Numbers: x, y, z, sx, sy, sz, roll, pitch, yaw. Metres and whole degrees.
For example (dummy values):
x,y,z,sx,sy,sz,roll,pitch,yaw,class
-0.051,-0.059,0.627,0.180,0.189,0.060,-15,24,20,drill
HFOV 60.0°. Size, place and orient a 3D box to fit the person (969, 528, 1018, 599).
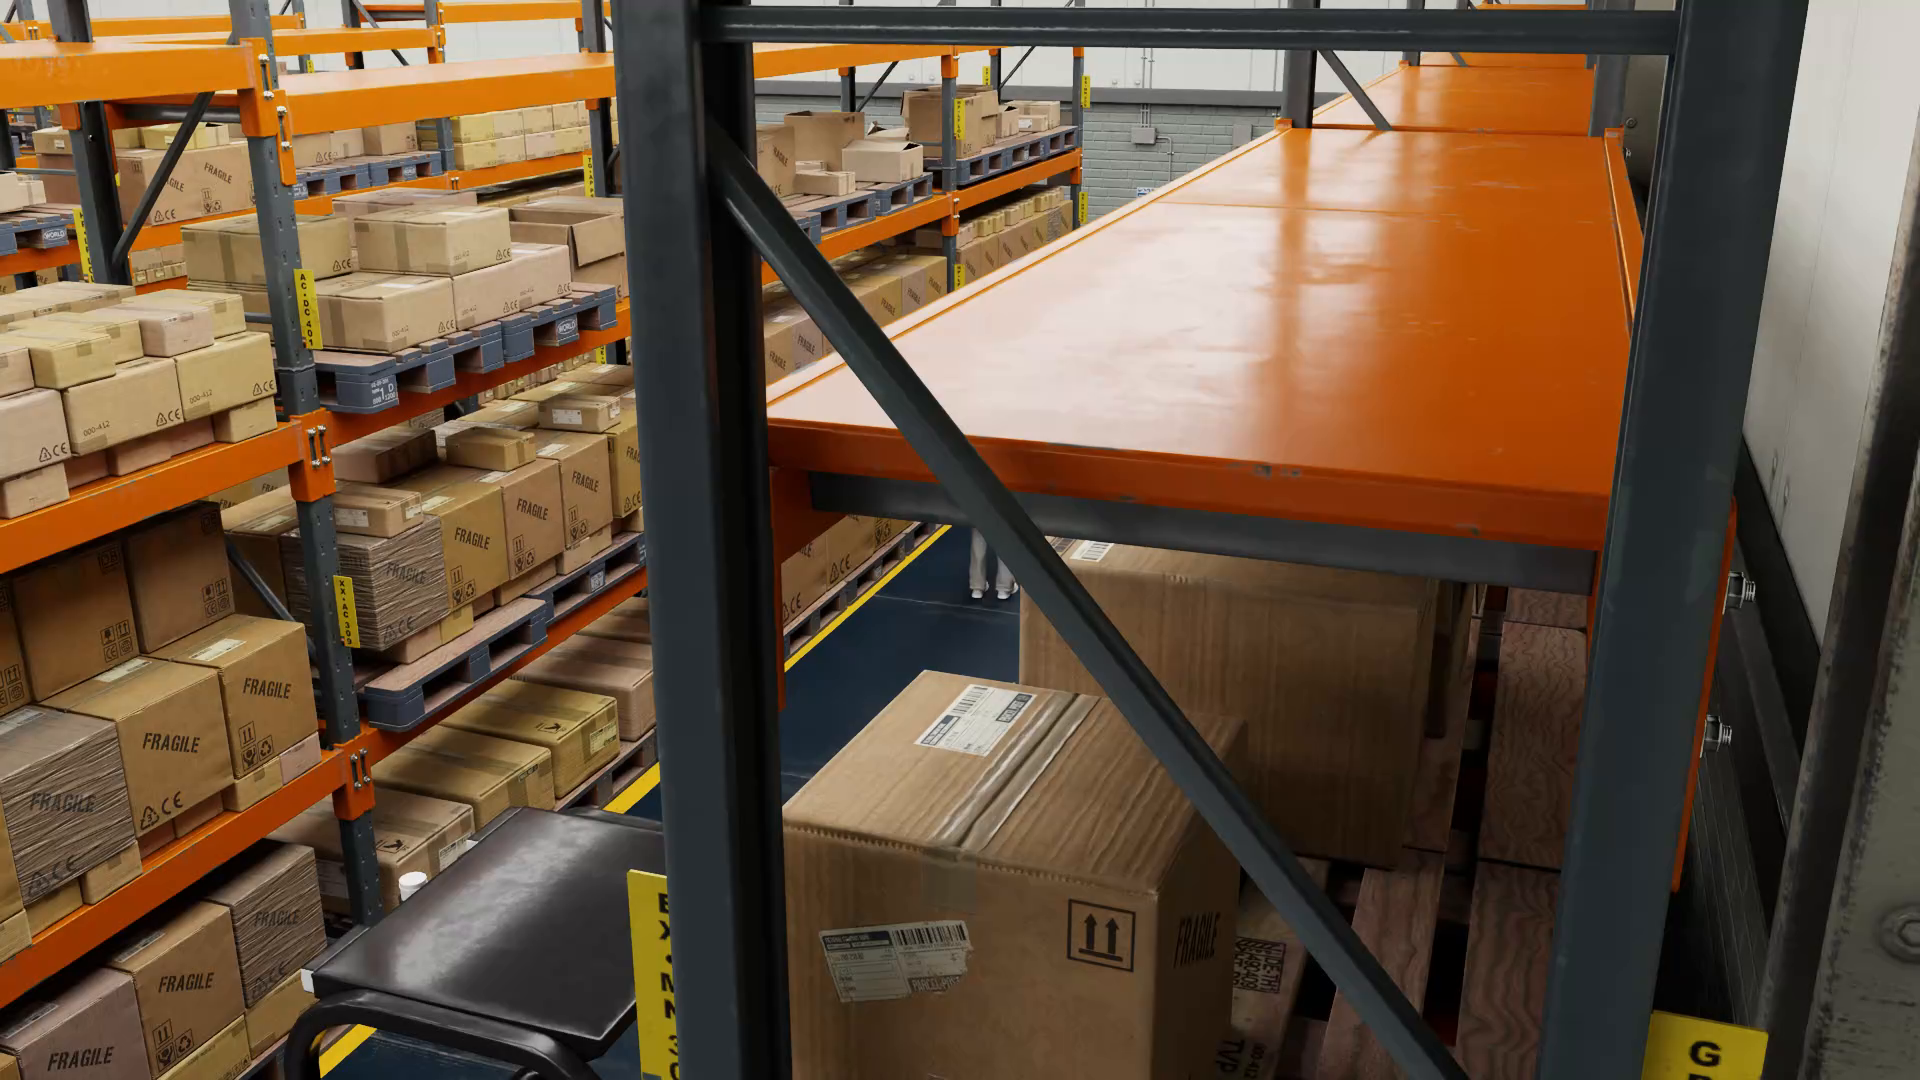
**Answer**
x,y,z,sx,sy,sz,roll,pitch,yaw,class
0.264,-0.371,12.677,0.437,1.662,0.555,7,20,19,person
